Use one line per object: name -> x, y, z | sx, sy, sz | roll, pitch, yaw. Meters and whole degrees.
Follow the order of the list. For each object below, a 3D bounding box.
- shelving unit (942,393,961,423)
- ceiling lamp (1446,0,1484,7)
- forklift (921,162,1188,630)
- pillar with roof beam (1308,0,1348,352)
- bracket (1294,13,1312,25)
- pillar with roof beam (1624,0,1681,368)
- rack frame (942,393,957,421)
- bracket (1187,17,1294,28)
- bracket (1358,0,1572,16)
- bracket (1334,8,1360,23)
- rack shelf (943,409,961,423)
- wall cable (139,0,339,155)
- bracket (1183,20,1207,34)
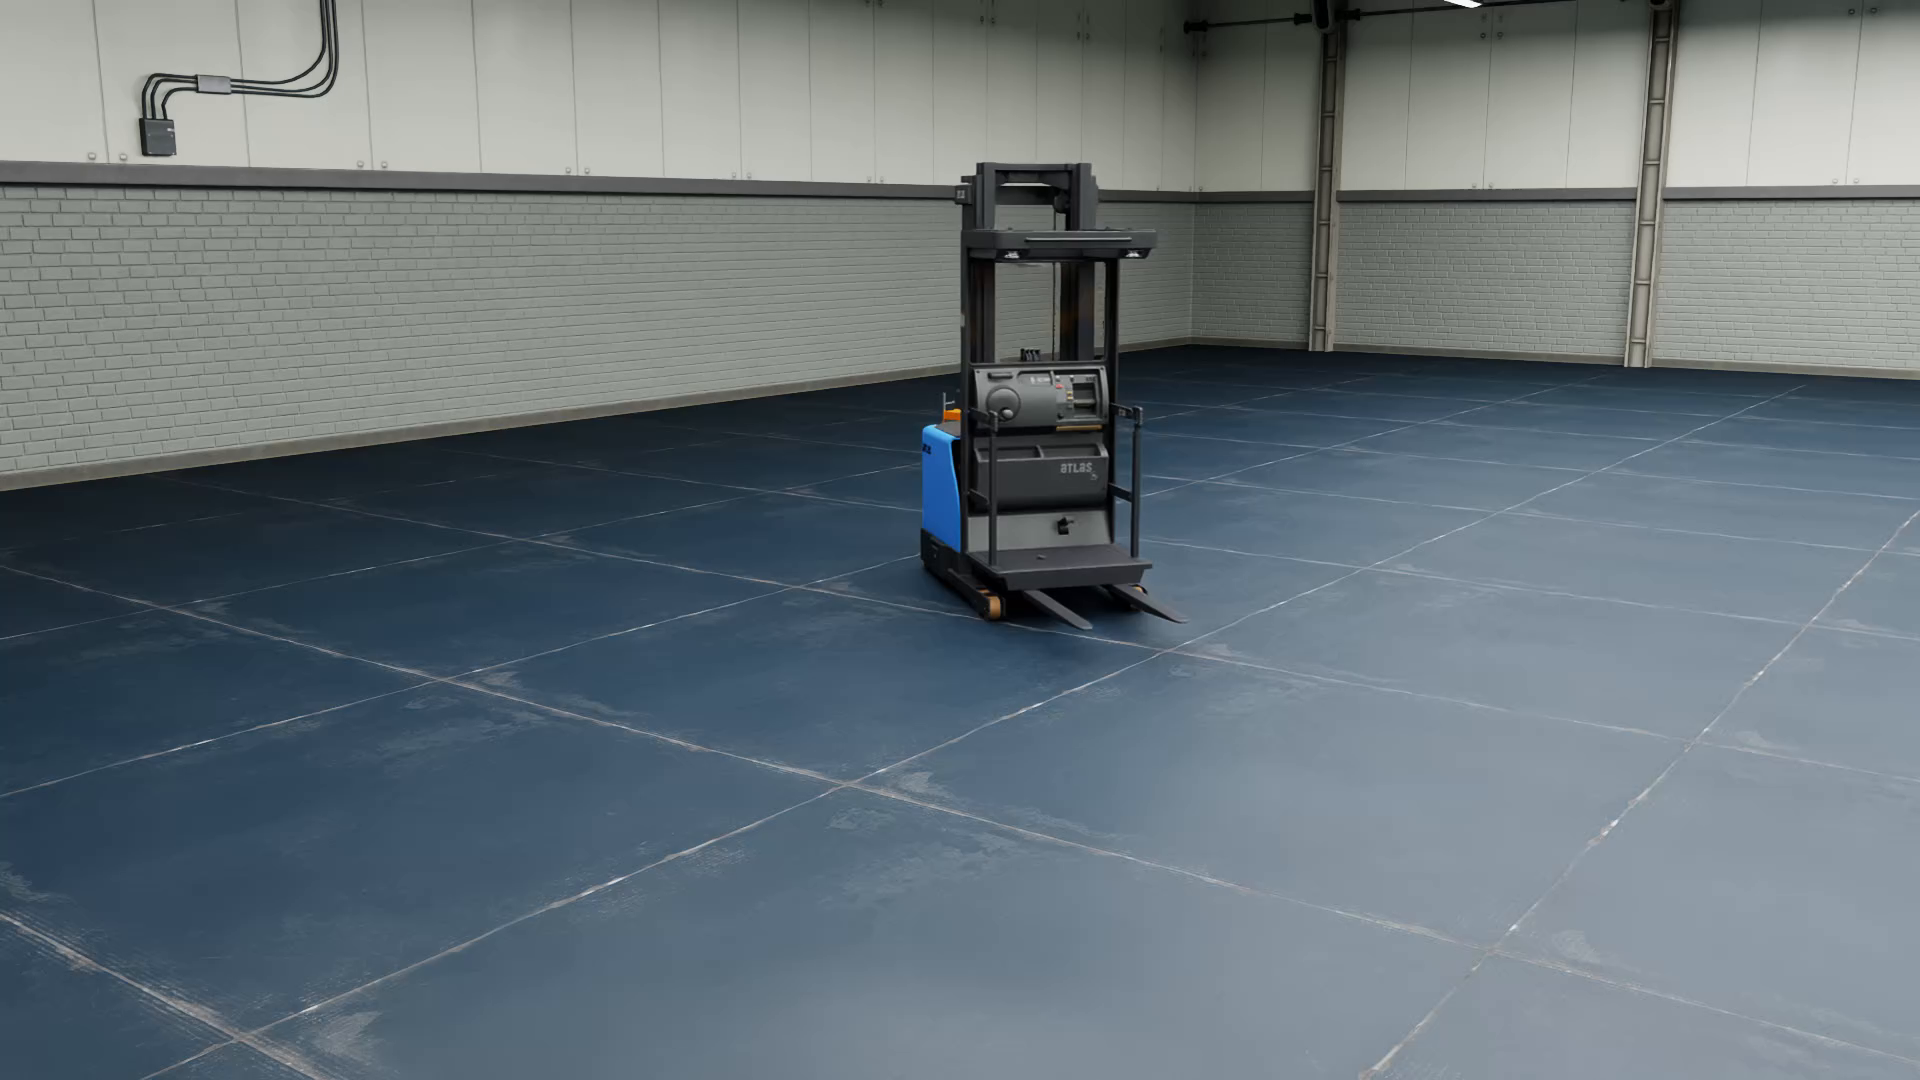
shelving unit -> 0.133, -0.570, 13.320 | 0.503, 1.200, 0.258 | 8, 13, 36
ceiling lamp -> 7.308, -9.826, 25.261 | 0.800, 3.185, 2.000 | 8, 13, 36
forklift -> 0.610, -0.995, 10.958 | 1.130, 2.935, 3.031 | -3, 11, -16
pillar with roof beam -> 4.582, -7.495, 28.580 | 0.548, 9.000, 9.100 | 8, 13, 36
bracket -> 6.585, -9.914, 31.605 | 0.430, 0.232, 0.235 | 8, 13, 36
pillar with roof beam -> 9.418, -6.820, 25.093 | 0.548, 9.000, 9.100 | 8, 13, 36
rack frame -> -0.063, -0.598, 13.461 | 0.015, 1.200, 0.240 | 8, 13, 36
bracket -> 5.151, -10.114, 32.639 | 3.189, 0.066, 0.076 | 8, 13, 36
bracket -> 9.331, -9.531, 29.625 | 4.783, 0.066, 0.076 | 8, 13, 36
bracket -> 7.254, -9.820, 31.122 | 0.430, 0.232, 0.235 | 8, 13, 36
rack shelf -> 0.133, -0.956, 13.245 | 0.480, 0.148, 0.258 | 8, 13, 36
wall cable -> -7.475, -6.987, 16.998 | 0.169, 6.003, 2.305 | 8, 13, 36
bracket -> 4.675, -10.180, 32.982 | 0.430, 0.232, 0.235 | 8, 13, 36
